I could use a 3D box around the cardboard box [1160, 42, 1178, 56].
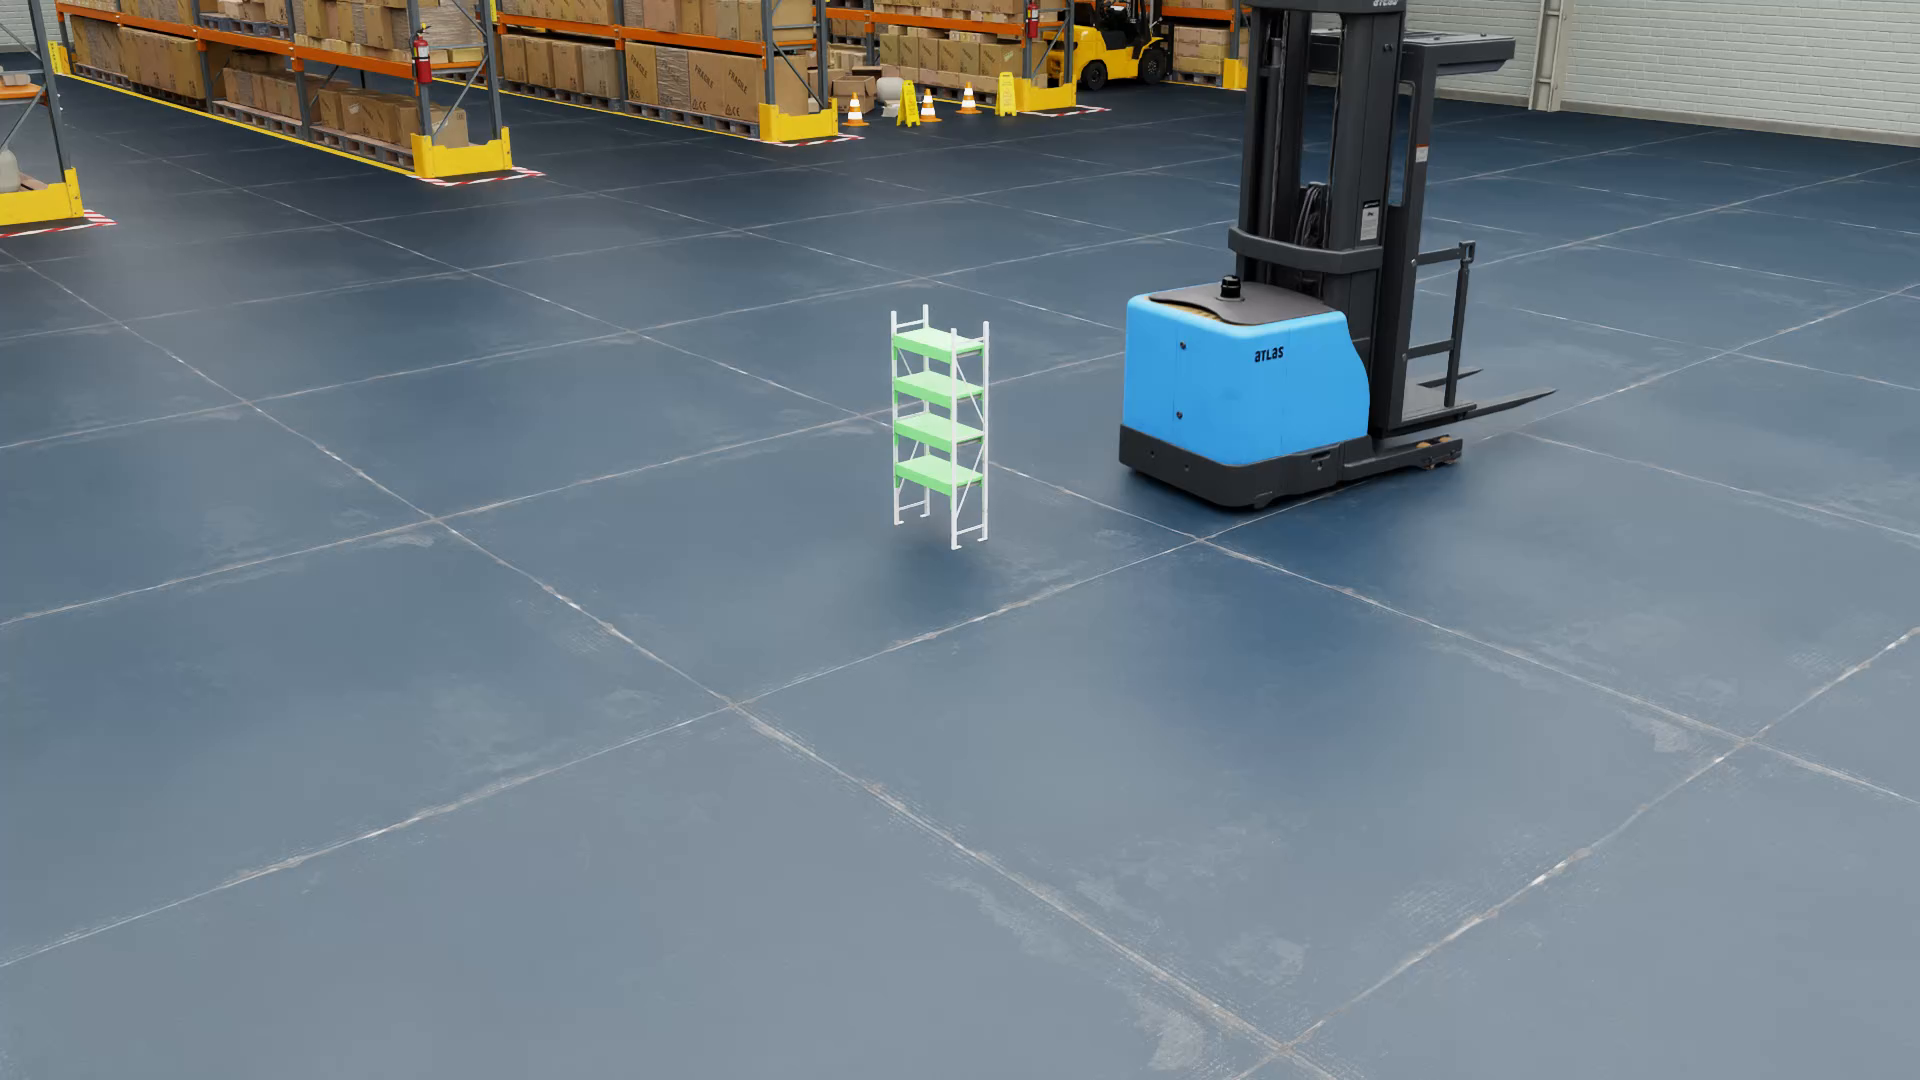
[{"bbox_3d":[3.928,-8.982,30.312,0.500,0.250,0.500,-18,28,-39],"label":"cardboard box"}]

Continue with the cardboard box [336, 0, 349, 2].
[{"bbox_3d":[-7.633,-7.113,21.115,0.500,0.500,0.500,-17,27,-37],"label":"cardboard box"}]

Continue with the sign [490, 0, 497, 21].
[{"bbox_3d":[-5.700,-6.486,20.243,0.100,0.325,0.005,-17,27,-37],"label":"sign"}]

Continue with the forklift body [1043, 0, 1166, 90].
[{"bbox_3d":[2.534,-9.189,29.497,2.313,2.155,1.214,-17,27,-37],"label":"forklift body"}]

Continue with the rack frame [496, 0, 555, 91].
[{"bbox_3d":[-7.510,-9.316,28.657,1.000,3.000,0.127,-17,27,-37],"label":"rack frame"}]

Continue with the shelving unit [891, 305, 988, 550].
[{"bbox_3d":[-0.108,-0.604,8.882,0.258,1.200,0.503,-17,27,-37],"label":"shelving unit"}]

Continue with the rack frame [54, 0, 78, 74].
[{"bbox_3d":[-16.555,-10.374,31.357,1.000,3.000,0.127,-17,27,-37],"label":"rack frame"}]

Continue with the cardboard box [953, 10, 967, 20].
[{"bbox_3d":[0.102,-8.585,27.133,0.380,0.149,0.250,-18,28,-38],"label":"cardboard box"}]

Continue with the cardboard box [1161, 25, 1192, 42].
[{"bbox_3d":[3.943,-9.206,30.198,0.500,0.250,0.500,-17,27,-37],"label":"cardboard box"}]

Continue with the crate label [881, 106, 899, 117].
[{"bbox_3d":[-1.041,-6.635,25.738,0.298,0.136,0.250,7,23,18],"label":"crate label"}]

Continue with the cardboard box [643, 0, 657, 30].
[{"bbox_3d":[-4.273,-8.035,25.181,0.875,0.550,0.550,-17,27,-37],"label":"cardboard box"}]

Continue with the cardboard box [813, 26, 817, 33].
[{"bbox_3d":[-3.265,-11.763,38.236,0.380,0.149,0.250,-18,28,-39],"label":"cardboard box"}]

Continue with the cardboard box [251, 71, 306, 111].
[{"bbox_3d":[-10.134,-6.719,24.850,0.700,0.500,0.500,-15,26,-33],"label":"cardboard box"}]

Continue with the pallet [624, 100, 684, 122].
[{"bbox_3d":[-4.462,-6.684,25.760,1.003,0.211,1.213,-17,27,-37],"label":"pallet"}]

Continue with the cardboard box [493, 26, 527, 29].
[{"bbox_3d":[-8.107,-9.085,29.891,0.500,0.250,0.500,-18,28,-38],"label":"cardboard box"}]

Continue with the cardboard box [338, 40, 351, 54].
[{"bbox_3d":[-7.820,-6.399,21.554,0.380,0.149,0.250,-17,27,-37],"label":"cardboard box"}]

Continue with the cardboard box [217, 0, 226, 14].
[{"bbox_3d":[-10.950,-8.266,25.262,0.500,0.500,0.500,18,28,39],"label":"cardboard box"}]

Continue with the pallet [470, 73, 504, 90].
[{"bbox_3d":[-8.019,-8.234,29.718,1.003,0.211,1.213,-17,27,-37],"label":"pallet"}]

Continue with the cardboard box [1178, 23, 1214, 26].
[{"bbox_3d":[4.337,-9.332,30.519,0.500,0.250,0.500,-18,27,-38],"label":"cardboard box"}]

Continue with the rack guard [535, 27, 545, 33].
[{"bbox_3d":[-9.063,-11.576,37.853,1.175,0.500,0.348,-17,27,-37],"label":"rack guard"}]

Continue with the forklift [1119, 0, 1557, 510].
[{"bbox_3d":[2.463,-1.933,9.899,3.031,2.935,1.130,-14,25,-31],"label":"forklift"}]

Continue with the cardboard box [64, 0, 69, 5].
[{"bbox_3d":[-16.238,-9.939,30.591,0.380,0.149,0.250,-18,28,-39],"label":"cardboard box"}]

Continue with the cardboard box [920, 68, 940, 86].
[{"bbox_3d":[-0.329,-7.815,28.018,0.500,0.250,0.500,-18,28,-38],"label":"cardboard box"}]

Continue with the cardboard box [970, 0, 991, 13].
[{"bbox_3d":[0.510,-8.721,26.593,0.500,0.500,0.500,-17,27,-37],"label":"cardboard box"}]

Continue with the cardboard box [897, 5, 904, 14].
[{"bbox_3d":[-0.851,-9.014,28.229,0.380,0.149,0.250,-18,27,-38],"label":"cardboard box"}]

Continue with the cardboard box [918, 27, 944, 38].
[{"bbox_3d":[-0.483,-8.493,27.831,0.380,0.149,0.250,-16,26,-34],"label":"cardboard box"}]

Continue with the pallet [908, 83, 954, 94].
[{"bbox_3d":[-0.749,-7.942,28.972,1.003,0.211,1.213,-17,27,-37],"label":"pallet"}]

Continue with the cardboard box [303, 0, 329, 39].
[{"bbox_3d":[-8.176,-6.958,22.091,0.875,0.500,0.500,-17,27,-37],"label":"cardboard box"}]

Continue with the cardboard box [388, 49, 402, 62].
[{"bbox_3d":[-6.819,-5.992,20.514,0.380,0.149,0.250,-17,27,-37],"label":"cardboard box"}]

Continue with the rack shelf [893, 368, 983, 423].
[{"bbox_3d":[-0.108,-0.768,8.818,0.258,0.148,0.480,-17,27,-37],"label":"rack shelf"}]

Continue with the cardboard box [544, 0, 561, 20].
[{"bbox_3d":[-6.435,-8.757,27.092,0.500,0.500,0.500,-18,28,-38],"label":"cardboard box"}]

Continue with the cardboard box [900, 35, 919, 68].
[{"bbox_3d":[-0.676,-8.310,28.253,0.500,0.500,0.500,-16,27,-35],"label":"cardboard box"}]

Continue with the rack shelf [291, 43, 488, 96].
[{"bbox_3d":[-7.417,-6.171,21.613,1.077,0.370,4.000,-17,27,-37],"label":"rack shelf"}]

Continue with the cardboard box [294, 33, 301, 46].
[{"bbox_3d":[-8.810,-6.810,22.604,0.380,0.149,0.250,-17,27,-37],"label":"cardboard box"}]

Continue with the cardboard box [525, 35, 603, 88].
[{"bbox_3d":[-6.607,-8.034,27.892,1.050,0.750,0.750,-17,27,-37],"label":"cardboard box"}]

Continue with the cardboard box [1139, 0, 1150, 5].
[{"bbox_3d":[3.631,-10.038,30.363,0.500,0.500,0.500,-17,27,-37],"label":"cardboard box"}]

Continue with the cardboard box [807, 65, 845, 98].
[{"bbox_3d":[-2.285,-7.352,26.879,0.797,0.637,0.503,-17,27,-37],"label":"cardboard box"}]

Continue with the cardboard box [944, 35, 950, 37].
[{"bbox_3d":[0.042,-8.302,28.232,0.500,0.500,0.500,-16,26,-35],"label":"cardboard box"}]

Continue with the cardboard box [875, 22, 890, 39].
[{"bbox_3d":[-1.522,-11.226,36.385,0.500,0.500,0.500,-19,28,-39],"label":"cardboard box"}]

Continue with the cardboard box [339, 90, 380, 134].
[{"bbox_3d":[-8.112,-5.814,22.566,0.500,0.500,0.500,-9,23,-21],"label":"cardboard box"}]

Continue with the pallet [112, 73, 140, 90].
[{"bbox_3d":[-14.381,-8.199,29.628,1.003,0.211,1.213,-17,27,-37],"label":"pallet"}]

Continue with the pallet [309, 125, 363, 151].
[{"bbox_3d":[-8.257,-5.583,22.948,1.003,0.211,1.213,-17,27,-37],"label":"pallet"}]

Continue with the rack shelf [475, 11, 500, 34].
[{"bbox_3d":[-8.815,-9.534,30.199,1.077,0.370,4.000,-17,27,-37],"label":"rack shelf"}]

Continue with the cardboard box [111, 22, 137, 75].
[{"bbox_3d":[-14.314,-8.676,29.360,0.875,0.875,0.875,-17,27,-37],"label":"cardboard box"}]

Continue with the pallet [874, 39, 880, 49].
[{"bbox_3d":[-1.319,-10.959,36.675,1.003,0.211,1.213,-17,27,-37],"label":"pallet"}]

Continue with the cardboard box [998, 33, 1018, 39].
[{"bbox_3d":[1.201,-10.255,33.734,0.875,0.625,0.625,-19,28,-40],"label":"cardboard box"}]

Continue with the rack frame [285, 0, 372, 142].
[{"bbox_3d":[-8.722,-7.058,22.892,1.000,3.000,0.127,-17,27,-37],"label":"rack frame"}]

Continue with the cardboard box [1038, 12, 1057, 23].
[{"bbox_3d":[1.331,-8.339,26.505,0.380,0.149,0.250,-17,27,-37],"label":"cardboard box"}]

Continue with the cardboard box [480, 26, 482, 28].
[{"bbox_3d":[-8.812,-9.105,29.940,0.500,0.250,0.500,-17,27,-36],"label":"cardboard box"}]

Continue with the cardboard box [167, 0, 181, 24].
[{"bbox_3d":[-12.164,-8.427,26.248,0.500,0.500,0.500,-18,28,-38],"label":"cardboard box"}]

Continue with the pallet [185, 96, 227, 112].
[{"bbox_3d":[-11.791,-7.101,26.824,1.003,0.211,1.213,-17,27,-37],"label":"pallet"}]

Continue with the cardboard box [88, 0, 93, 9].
[{"bbox_3d":[-15.231,-9.513,29.503,0.380,0.149,0.250,-18,28,-38],"label":"cardboard box"}]
